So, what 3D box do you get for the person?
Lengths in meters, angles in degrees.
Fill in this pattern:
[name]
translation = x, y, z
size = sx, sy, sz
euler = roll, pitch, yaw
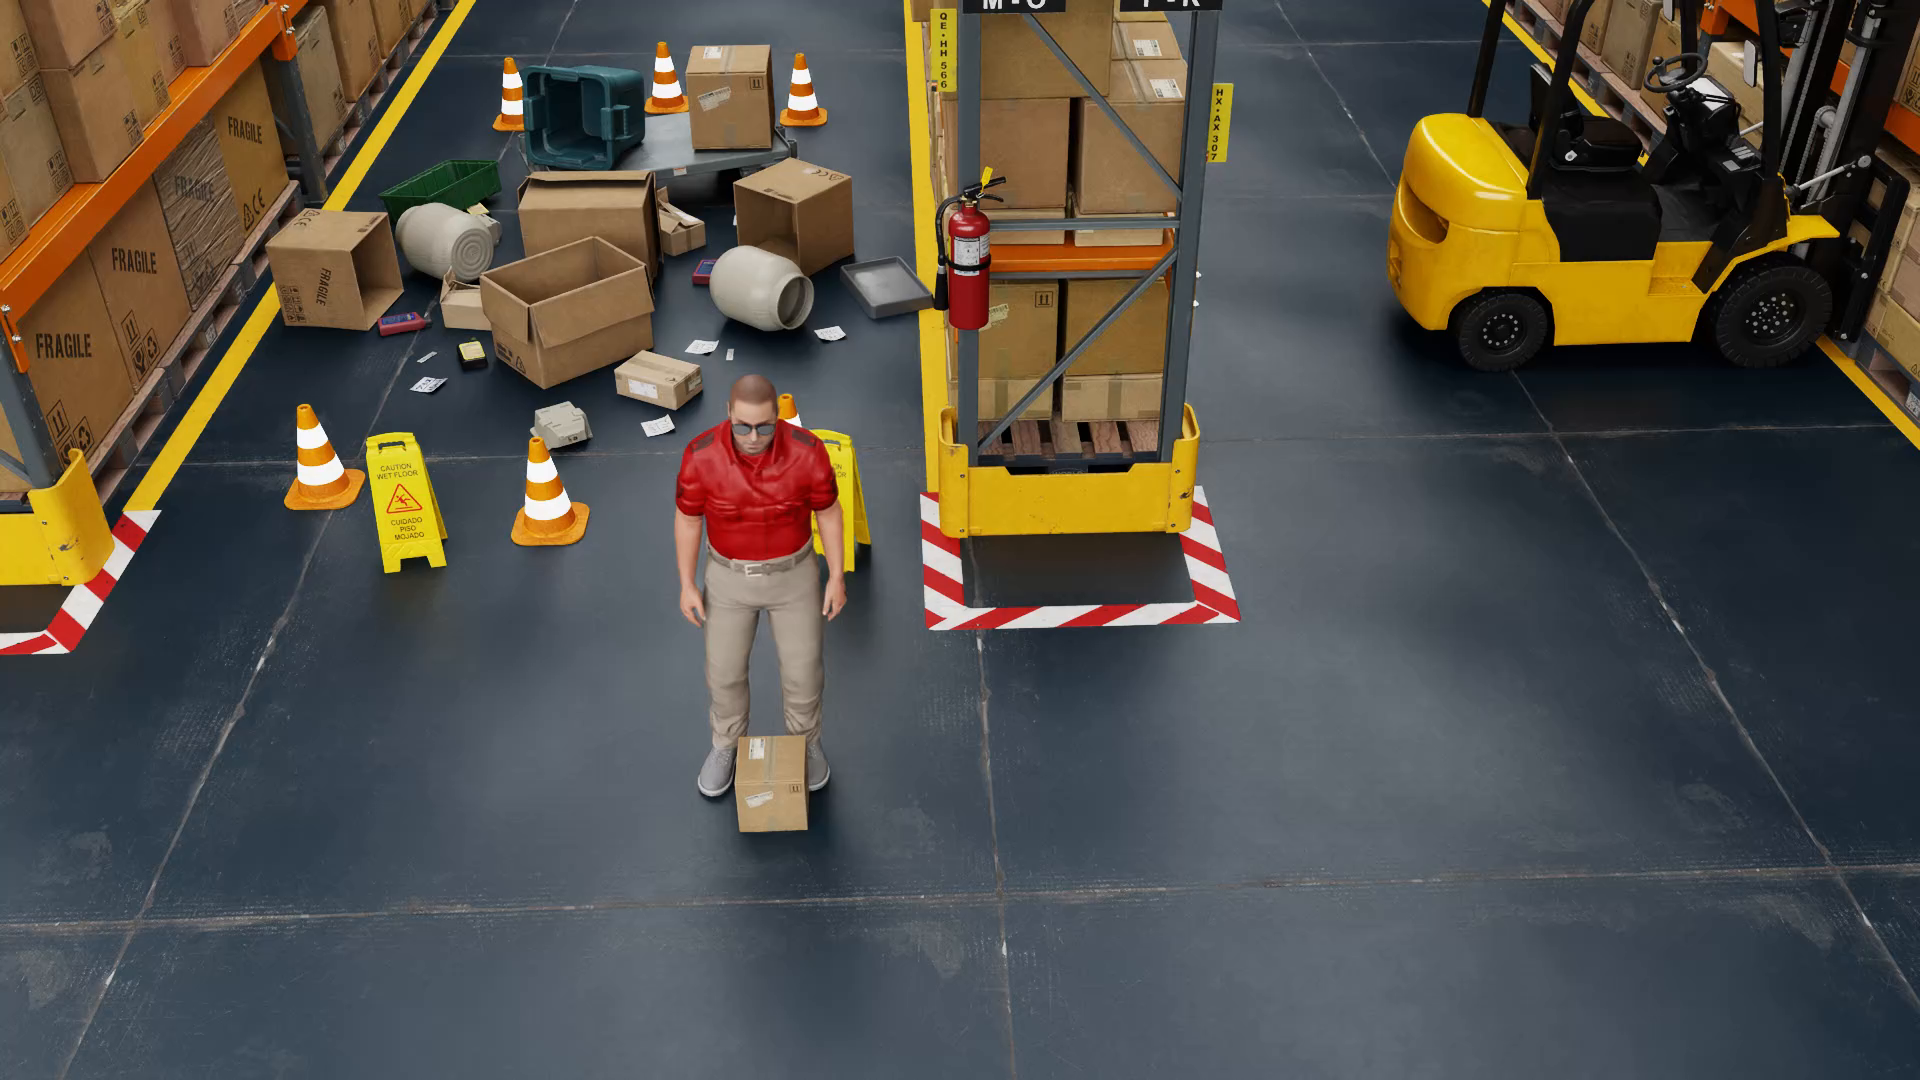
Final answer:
[person]
translation = -0.705, 0.149, 5.943
size = 0.599, 1.727, 0.383
euler = -3, 35, -4
